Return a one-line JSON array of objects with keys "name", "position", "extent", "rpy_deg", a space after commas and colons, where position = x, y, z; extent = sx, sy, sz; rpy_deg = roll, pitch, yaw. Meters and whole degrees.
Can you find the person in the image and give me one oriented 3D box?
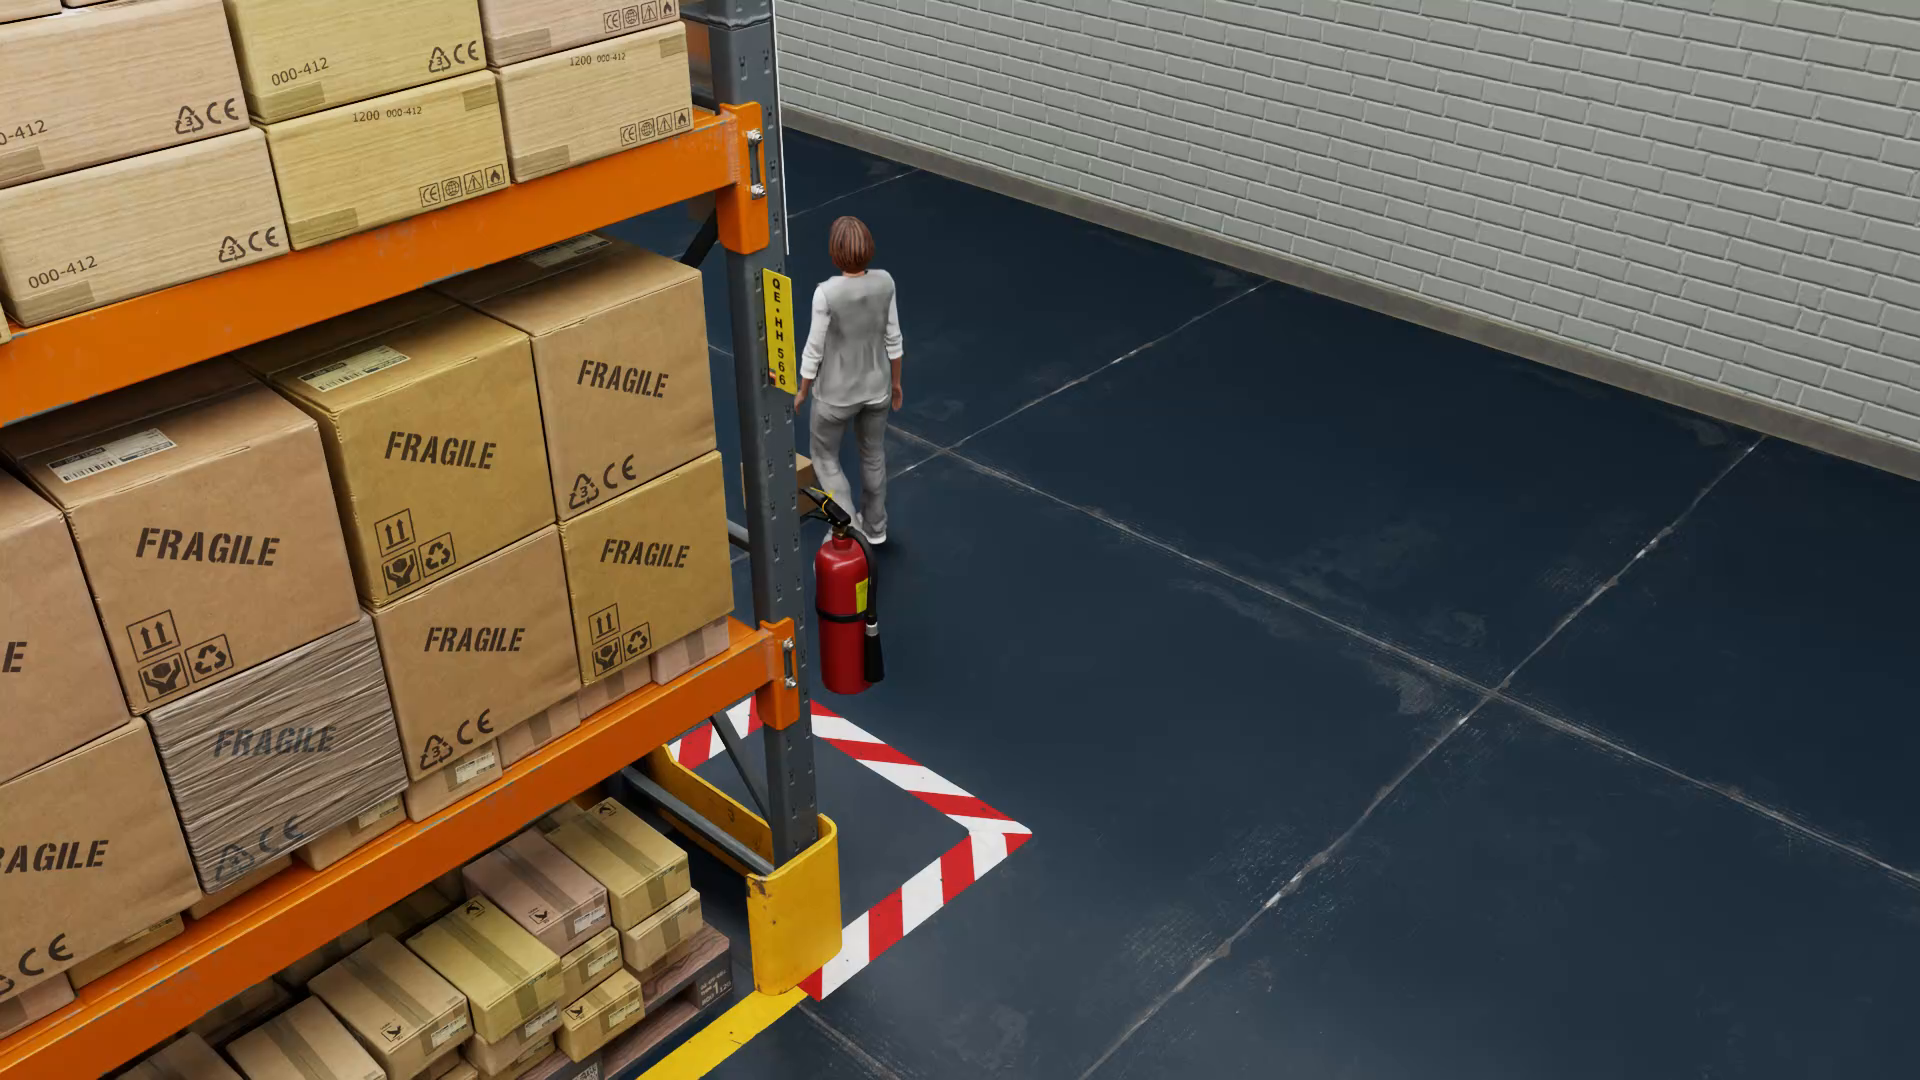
[{"name": "person", "position": [-0.479, -0.643, 7.158], "extent": [0.462, 1.606, 0.425], "rpy_deg": [-17, 36, -25]}]
